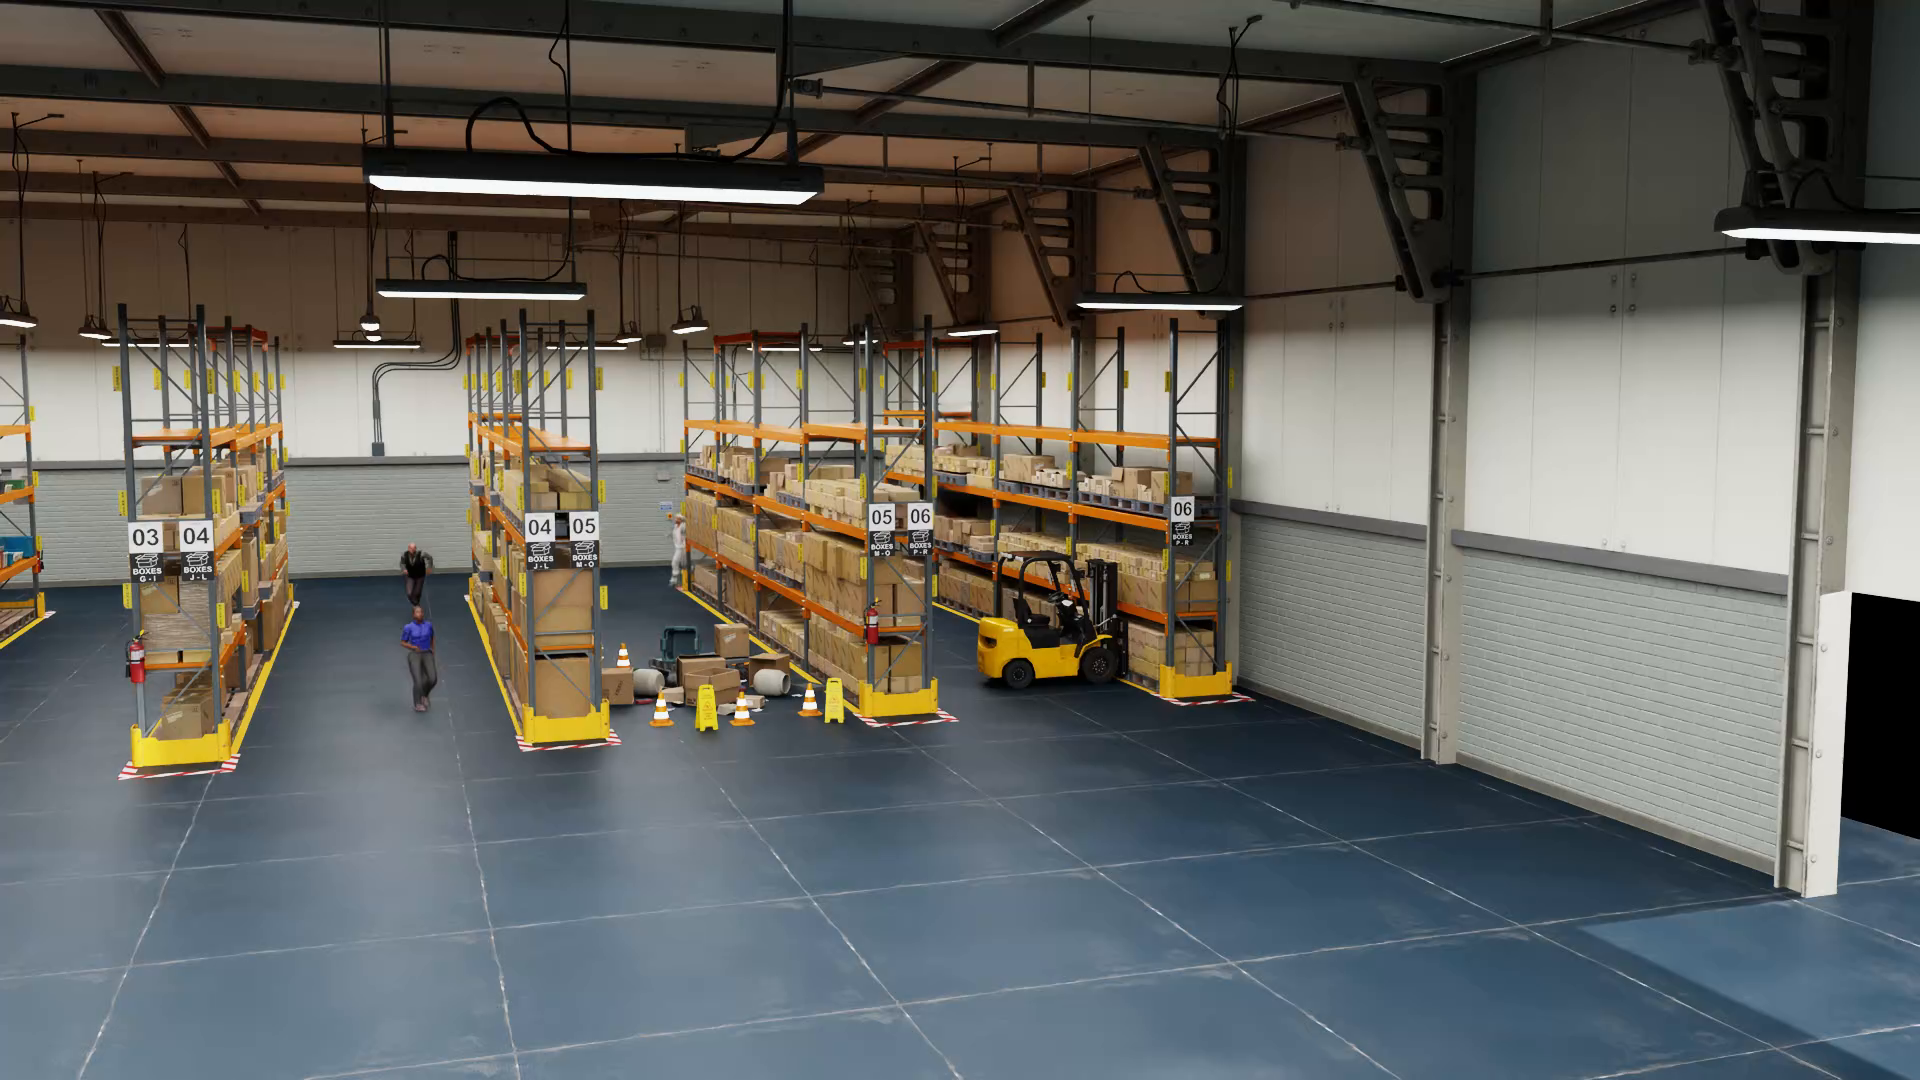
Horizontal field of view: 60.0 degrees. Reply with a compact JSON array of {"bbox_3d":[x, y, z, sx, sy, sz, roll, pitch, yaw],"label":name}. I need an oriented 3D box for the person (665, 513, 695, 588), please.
[{"bbox_3d":[-6.839,0.233,40.851,0.896,1.822,0.627,-3,6,-26],"label":"person"}]

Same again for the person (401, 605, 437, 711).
[{"bbox_3d":[-8.165,1.852,25.229,0.541,1.512,0.542,-4,7,-37],"label":"person"}]

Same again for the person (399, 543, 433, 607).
[{"bbox_3d":[-11.790,0.814,36.082,0.679,1.576,0.852,-1,6,-10],"label":"person"}]
